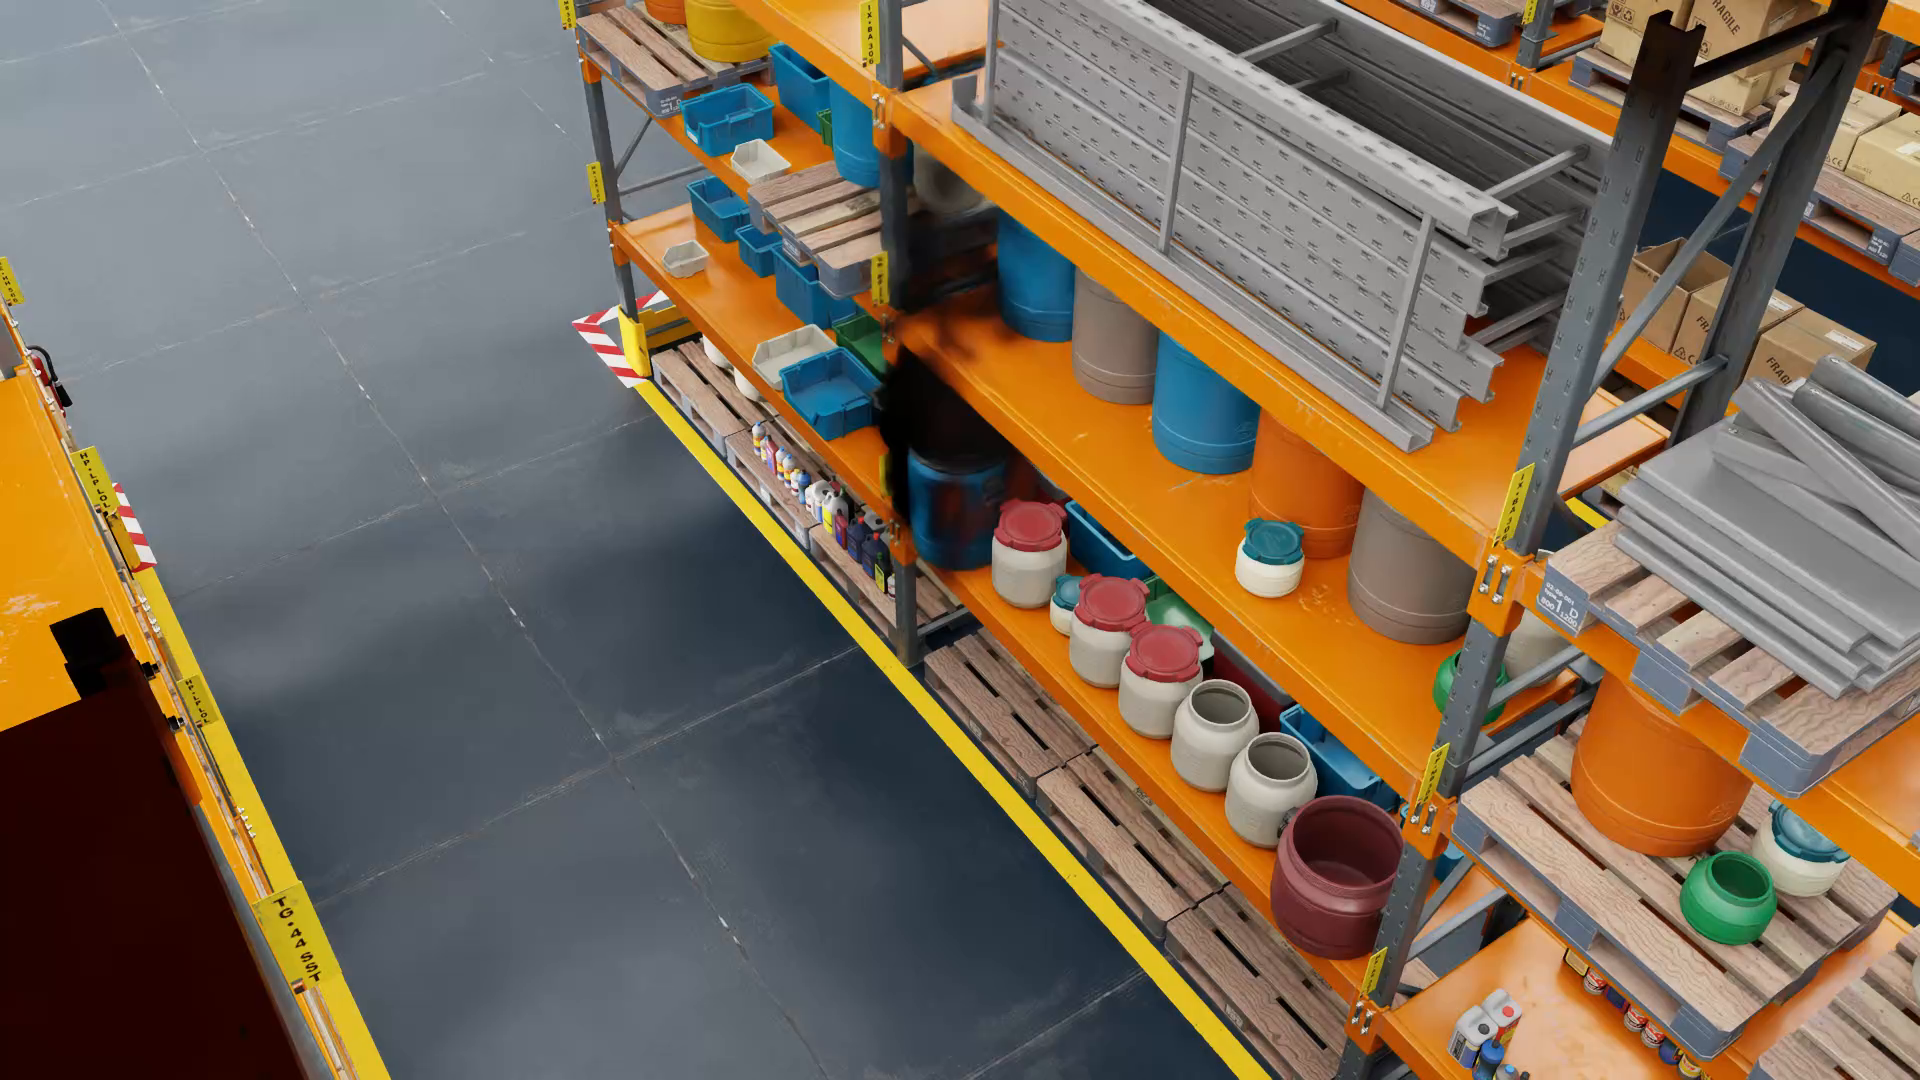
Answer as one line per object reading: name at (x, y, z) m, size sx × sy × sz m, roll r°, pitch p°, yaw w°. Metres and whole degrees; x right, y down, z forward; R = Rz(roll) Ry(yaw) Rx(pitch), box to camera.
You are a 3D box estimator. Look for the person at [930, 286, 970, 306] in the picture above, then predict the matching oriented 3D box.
person at (-0.073, -1.940, 12.295) m, size 0.714 × 1.599 × 0.961 m, roll -27°, pitch 49°, yaw -26°
